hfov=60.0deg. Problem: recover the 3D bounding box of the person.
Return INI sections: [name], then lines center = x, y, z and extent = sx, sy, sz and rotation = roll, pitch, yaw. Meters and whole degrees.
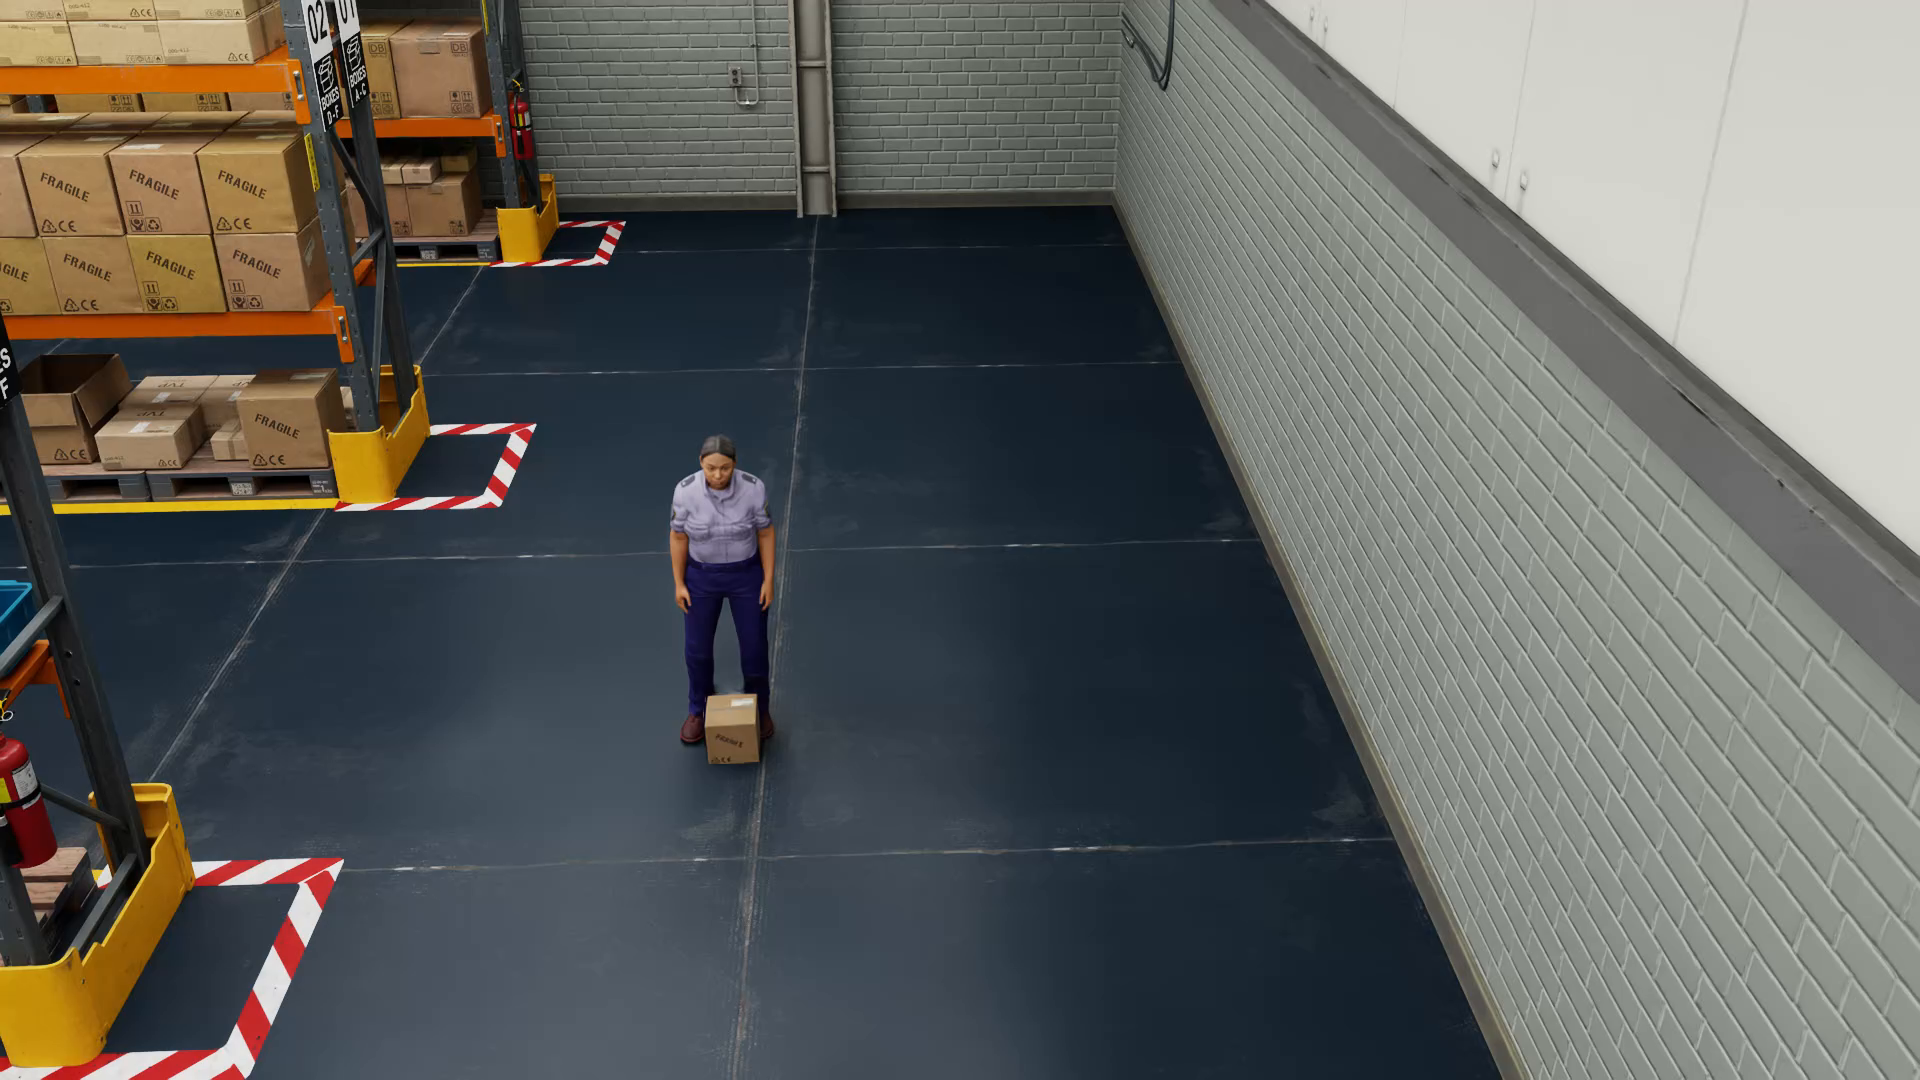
[person]
center = -1.169, 0.216, 8.218
extent = 0.537, 1.652, 0.369
rotation = -2, 28, -4
